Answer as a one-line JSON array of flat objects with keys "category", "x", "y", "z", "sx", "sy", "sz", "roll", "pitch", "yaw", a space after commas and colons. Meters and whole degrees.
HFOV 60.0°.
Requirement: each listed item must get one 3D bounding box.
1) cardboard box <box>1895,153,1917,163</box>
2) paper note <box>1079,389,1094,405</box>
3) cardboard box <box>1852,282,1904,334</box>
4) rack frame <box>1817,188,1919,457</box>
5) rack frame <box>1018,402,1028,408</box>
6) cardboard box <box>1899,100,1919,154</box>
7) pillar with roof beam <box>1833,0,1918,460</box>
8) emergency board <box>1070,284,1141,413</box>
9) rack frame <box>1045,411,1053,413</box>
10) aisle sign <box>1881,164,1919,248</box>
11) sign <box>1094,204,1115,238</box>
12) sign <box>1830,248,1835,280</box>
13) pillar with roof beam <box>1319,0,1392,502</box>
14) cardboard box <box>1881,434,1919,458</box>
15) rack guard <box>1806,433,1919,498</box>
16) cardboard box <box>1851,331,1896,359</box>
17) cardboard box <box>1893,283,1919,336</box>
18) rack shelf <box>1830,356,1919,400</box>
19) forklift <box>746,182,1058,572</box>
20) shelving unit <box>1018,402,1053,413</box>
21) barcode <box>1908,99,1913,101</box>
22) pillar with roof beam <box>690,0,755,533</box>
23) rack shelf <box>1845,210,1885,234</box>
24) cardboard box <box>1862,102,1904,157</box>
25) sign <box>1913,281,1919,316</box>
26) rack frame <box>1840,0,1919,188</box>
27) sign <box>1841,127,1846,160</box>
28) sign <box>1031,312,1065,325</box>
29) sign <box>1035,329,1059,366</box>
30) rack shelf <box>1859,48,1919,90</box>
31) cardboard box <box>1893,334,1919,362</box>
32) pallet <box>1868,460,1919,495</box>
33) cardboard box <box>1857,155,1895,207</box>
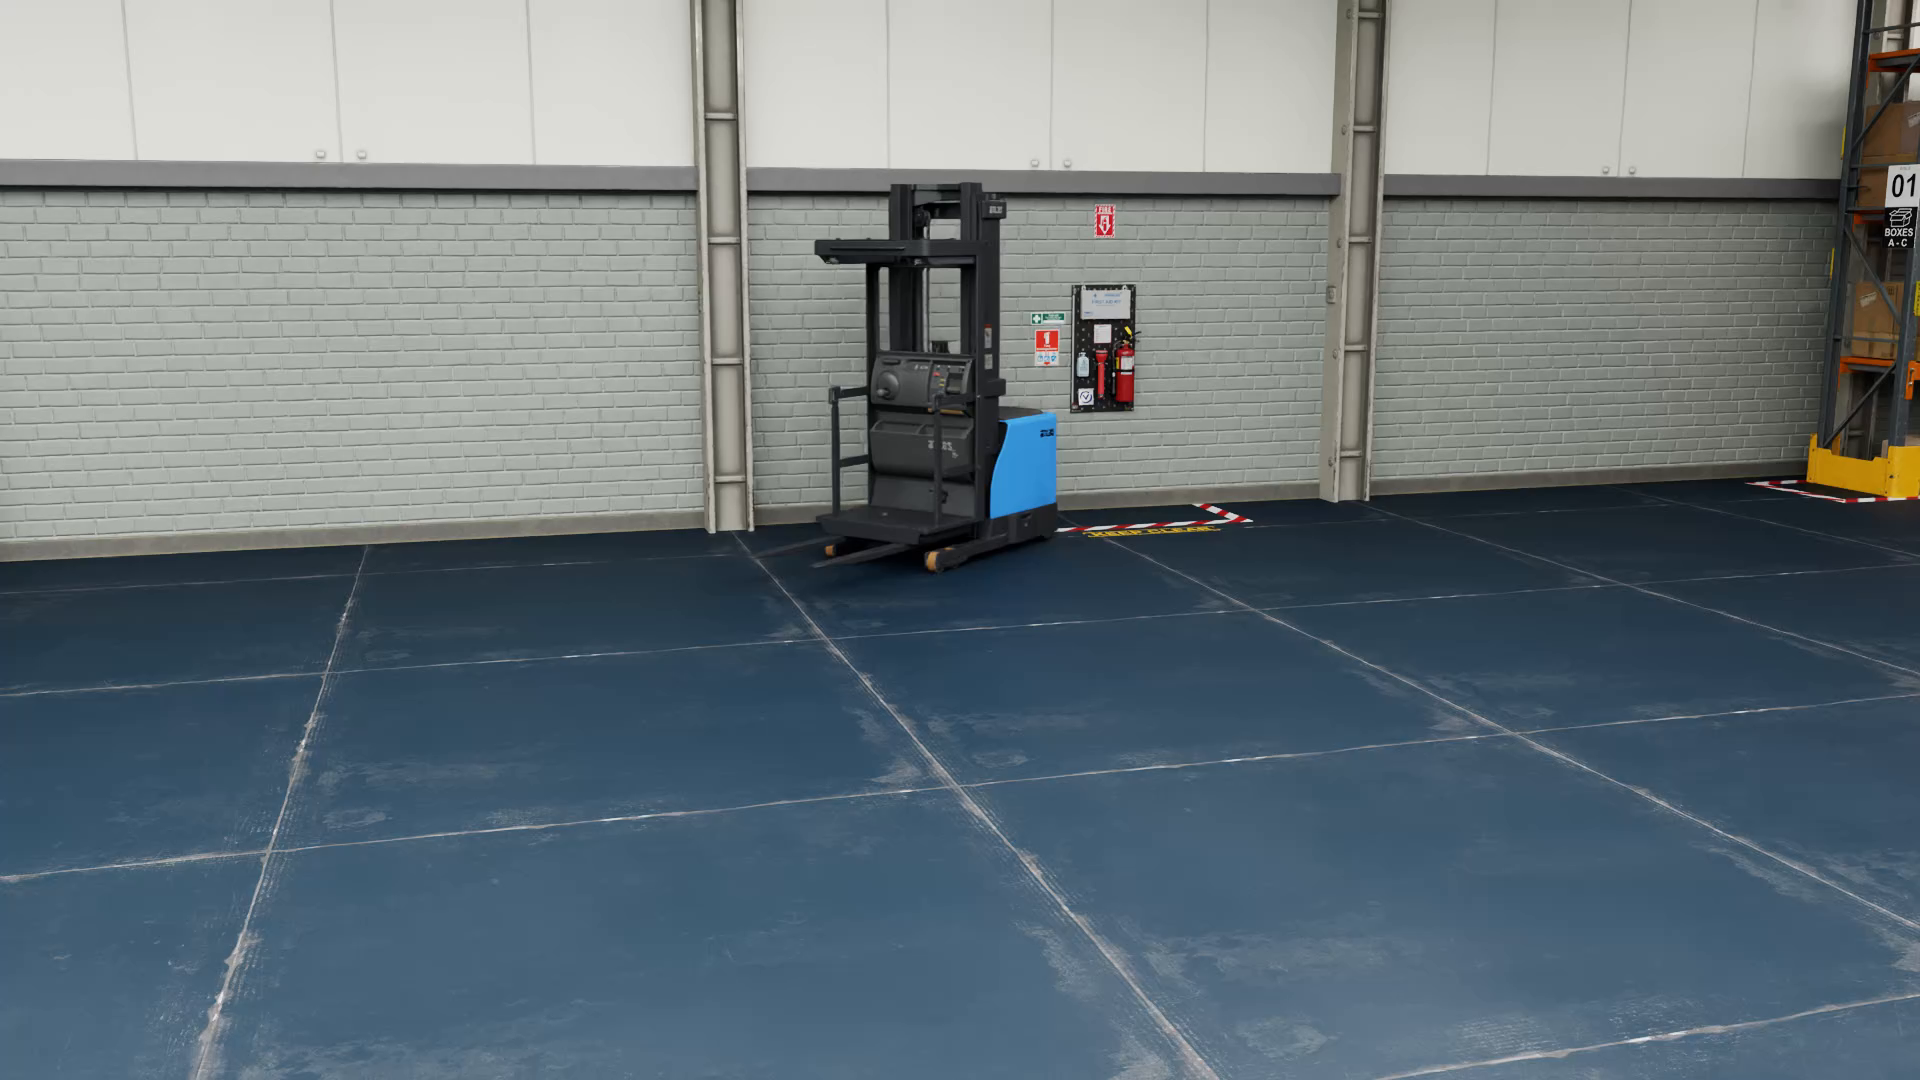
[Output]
[{"category": "cardboard box", "x": 9.463, "y": -3.500, "z": 16.159, "sx": 0.500, "sy": 0.500, "sz": 0.500, "roll": -3, "pitch": 11, "yaw": -14}, {"category": "paper note", "x": 1.169, "y": -1.326, "z": 15.399, "sx": 0.142, "sy": 0.148, "sz": 0.016, "roll": -3, "pitch": 11, "yaw": -16}, {"category": "cardboard box", "x": 9.465, "y": -2.358, "z": 16.860, "sx": 0.500, "sy": 0.500, "sz": 0.500, "roll": -3, "pitch": 11, "yaw": -17}, {"category": "rack frame", "x": 9.072, "y": -1.993, "z": 16.586, "sx": 0.127, "sy": 3.000, "sz": 1.000, "roll": -3, "pitch": 11, "yaw": -16}, {"category": "rack frame", "x": 0.397, "y": -0.705, "z": 14.644, "sx": 0.008, "sy": 1.050, "sz": 0.200, "roll": 21, "pitch": 9, "yaw": 20}, {"category": "cardboard box", "x": 9.510, "y": -3.996, "z": 16.089, "sx": 0.500, "sy": 0.500, "sz": 0.500, "roll": -4, "pitch": 11, "yaw": -20}, {"category": "pillar with roof beam", "x": 10.706, "y": -4.381, "z": 12.987, "sx": 0.400, "sy": 9.000, "sz": 9.100, "roll": -3, "pitch": 11, "yaw": -16}, {"category": "emergency board", "x": 1.358, "y": -1.756, "z": 15.302, "sx": 0.643, "sy": 1.169, "sz": 0.194, "roll": -3, "pitch": 11, "yaw": -16}, {"category": "rack frame", "x": 0.611, "y": -0.623, "z": 14.560, "sx": 0.008, "sy": 1.050, "sz": 0.200, "roll": 21, "pitch": 9, "yaw": 20}, {"category": "aisle sign", "x": 9.087, "y": -3.215, "z": 16.047, "sx": 0.004, "sy": 0.787, "sz": 0.394, "roll": -3, "pitch": 11, "yaw": -16}, {"category": "sign", "x": 1.322, "y": -2.913, "z": 15.184, "sx": 0.199, "sy": 0.298, "sz": 0.001, "roll": -3, "pitch": 11, "yaw": -16}, {"category": "sign", "x": 8.936, "y": -2.815, "z": 16.982, "sx": 0.005, "sy": 0.325, "sz": 0.100, "roll": -3, "pitch": 11, "yaw": -16}, {"category": "pillar with roof beam", "x": 4.945, "y": -4.077, "z": 11.337, "sx": 0.400, "sy": 9.000, "sz": 9.100, "roll": -3, "pitch": 11, "yaw": -16}, {"category": "cardboard box", "x": 9.761, "y": -0.906, "z": 16.895, "sx": 0.500, "sy": 0.311, "sz": 0.500, "roll": -4, "pitch": 11, "yaw": -22}, {"category": "rack guard", "x": 9.145, "y": -0.767, "z": 16.833, "sx": 0.348, "sy": 0.500, "sz": 1.175, "roll": -3, "pitch": 11, "yaw": -16}, {"category": "cardboard box", "x": 9.467, "y": -1.986, "z": 16.909, "sx": 0.500, "sy": 0.250, "sz": 0.500, "roll": -3, "pitch": 11, "yaw": -15}, {"category": "cardboard box", "x": 9.614, "y": -2.269, "z": 16.377, "sx": 0.500, "sy": 0.500, "sz": 0.500, "roll": -3, "pitch": 11, "yaw": -16}, {"category": "rack shelf", "x": 10.992, "y": -1.740, "z": 17.201, "sx": 4.000, "sy": 0.370, "sz": 1.077, "roll": -3, "pitch": 11, "yaw": -16}, {"category": "forklift", "x": -0.426, "y": -1.291, "z": 12.961, "sx": 1.130, "sy": 2.935, "sz": 3.031, "roll": 7, "pitch": 13, "yaw": 34}, {"category": "shelving unit", "x": 0.504, "y": -0.664, "z": 14.602, "sx": 0.252, "sy": 1.050, "sz": 0.215, "roll": 21, "pitch": 9, "yaw": 20}, {"category": "barcode", "x": 9.614, "y": -4.427, "z": 16.828, "sx": 0.075, "sy": 0.075, "sz": 0.001, "roll": -3, "pitch": 11, "yaw": -16}, {"category": "pillar with roof beam", "x": -0.816, "y": -3.773, "z": 9.688, "sx": 0.400, "sy": 9.000, "sz": 9.100, "roll": -3, "pitch": 11, "yaw": -16}, {"category": "rack shelf", "x": 10.992, "y": -3.215, "z": 16.929, "sx": 4.000, "sy": 0.370, "sz": 1.077, "roll": -3, "pitch": 11, "yaw": -16}, {"category": "cardboard box", "x": 9.413, "y": -4.086, "z": 16.578, "sx": 0.500, "sy": 0.500, "sz": 0.500, "roll": -3, "pitch": 11, "yaw": -13}, {"category": "sign", "x": 9.224, "y": -2.324, "z": 15.995, "sx": 0.005, "sy": 0.325, "sz": 0.100, "roll": -3, "pitch": 11, "yaw": -16}, {"category": "rack frame", "x": 9.072, "y": -4.943, "z": 16.043, "sx": 0.127, "sy": 3.000, "sz": 1.000, "roll": -3, "pitch": 11, "yaw": -16}, {"category": "sign", "x": 8.936, "y": -4.001, "z": 16.764, "sx": 0.005, "sy": 0.325, "sz": 0.100, "roll": -3, "pitch": 11, "yaw": -16}, {"category": "sign", "x": 0.805, "y": -2.023, "z": 15.189, "sx": 0.331, "sy": 0.109, "sz": 0.001, "roll": -3, "pitch": 11, "yaw": -16}, {"category": "sign", "x": 0.798, "y": -1.764, "z": 15.245, "sx": 0.234, "sy": 0.329, "sz": 0.001, "roll": -3, "pitch": 11, "yaw": -16}, {"category": "rack shelf", "x": 10.992, "y": -4.689, "z": 16.658, "sx": 4.000, "sy": 0.370, "sz": 1.077, "roll": -3, "pitch": 11, "yaw": -16}, {"category": "cardboard box", "x": 9.629, "y": -1.898, "z": 16.432, "sx": 0.500, "sy": 0.250, "sz": 0.500, "roll": -3, "pitch": 11, "yaw": -18}, {"category": "pallet", "x": 9.935, "y": -0.660, "z": 17.049, "sx": 1.213, "sy": 0.211, "sz": 1.003, "roll": -3, "pitch": 11, "yaw": -16}, {"category": "cardboard box", "x": 9.402, "y": -3.592, "z": 16.657, "sx": 0.500, "sy": 0.500, "sz": 0.500, "roll": -2, "pitch": 11, "yaw": -12}]
